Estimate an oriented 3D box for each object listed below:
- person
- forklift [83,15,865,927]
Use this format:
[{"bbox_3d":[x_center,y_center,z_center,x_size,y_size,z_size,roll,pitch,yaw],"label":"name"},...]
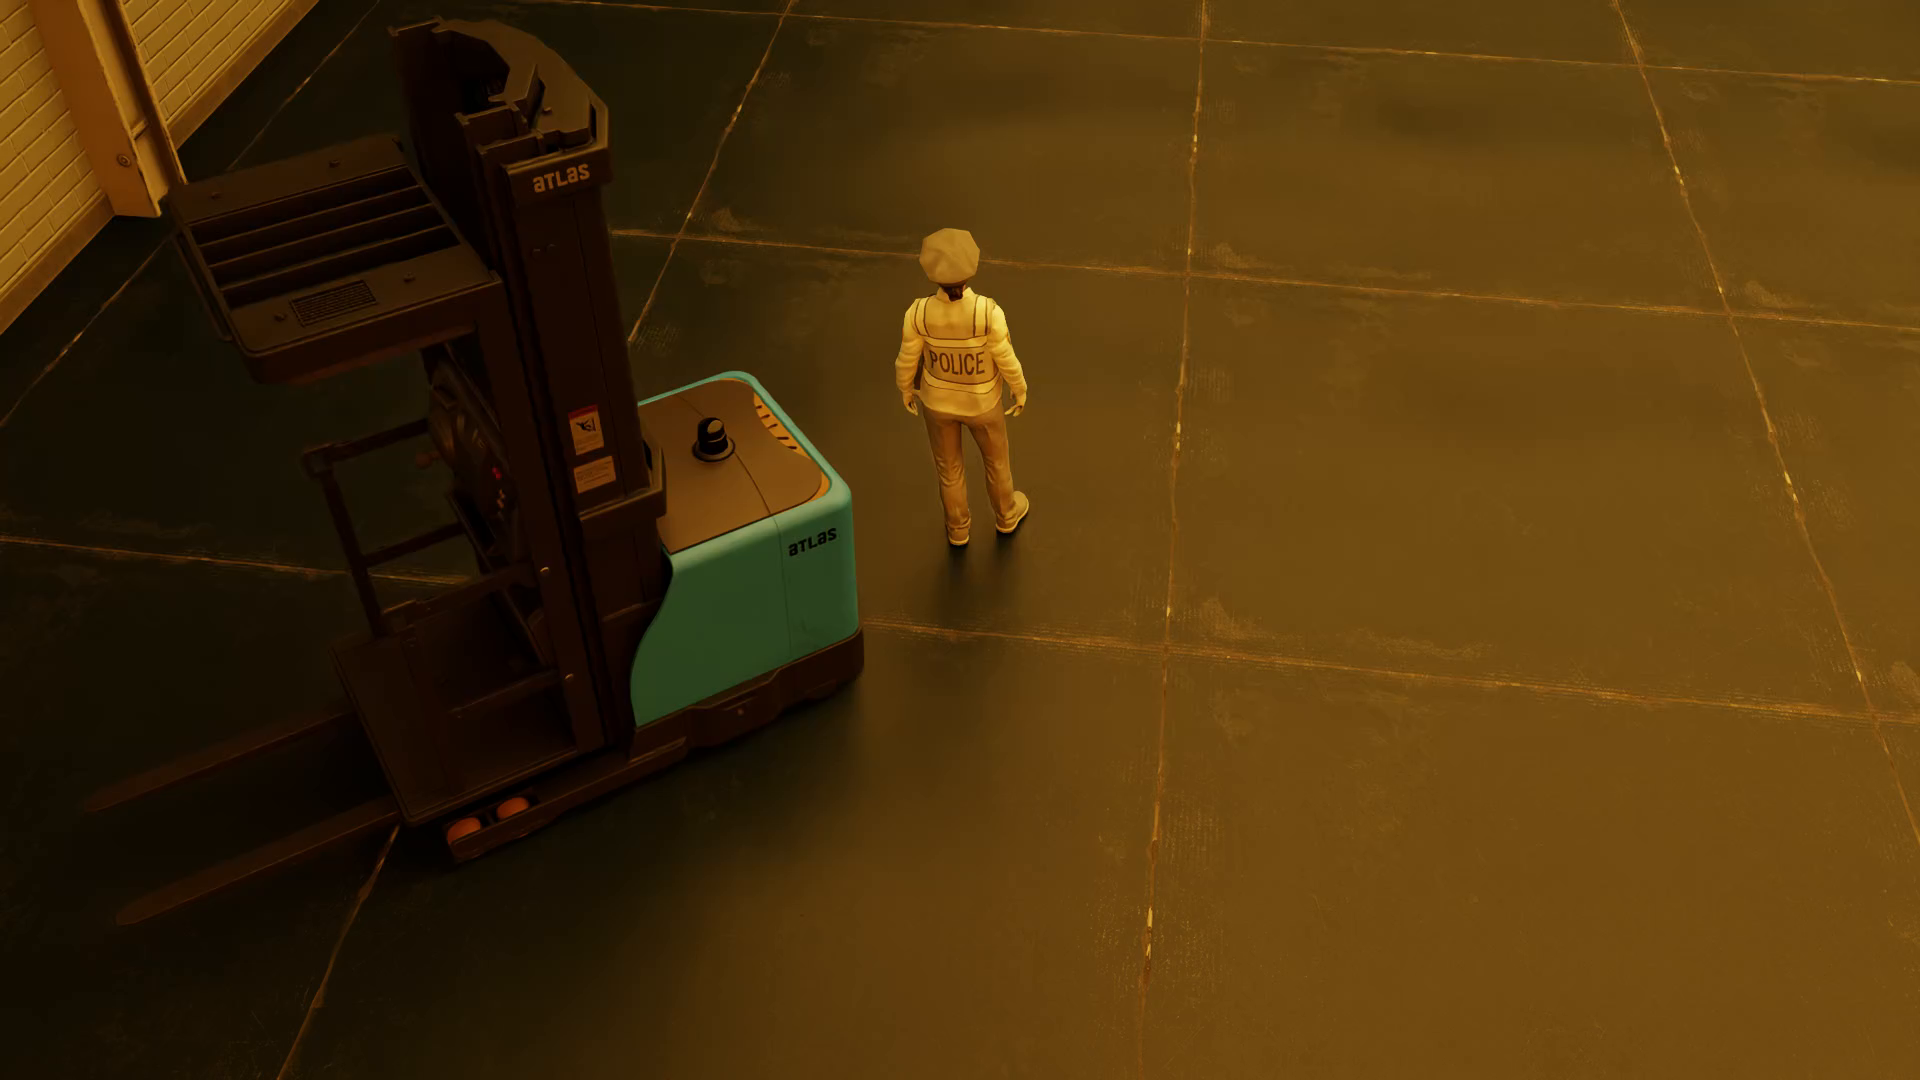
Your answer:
[{"bbox_3d":[0.016,-0.675,7.363,0.587,1.694,0.529,5,43,6],"label":"person"},{"bbox_3d":[-1.940,-0.239,5.984,3.031,2.935,1.130,-22,47,-23],"label":"forklift"}]
